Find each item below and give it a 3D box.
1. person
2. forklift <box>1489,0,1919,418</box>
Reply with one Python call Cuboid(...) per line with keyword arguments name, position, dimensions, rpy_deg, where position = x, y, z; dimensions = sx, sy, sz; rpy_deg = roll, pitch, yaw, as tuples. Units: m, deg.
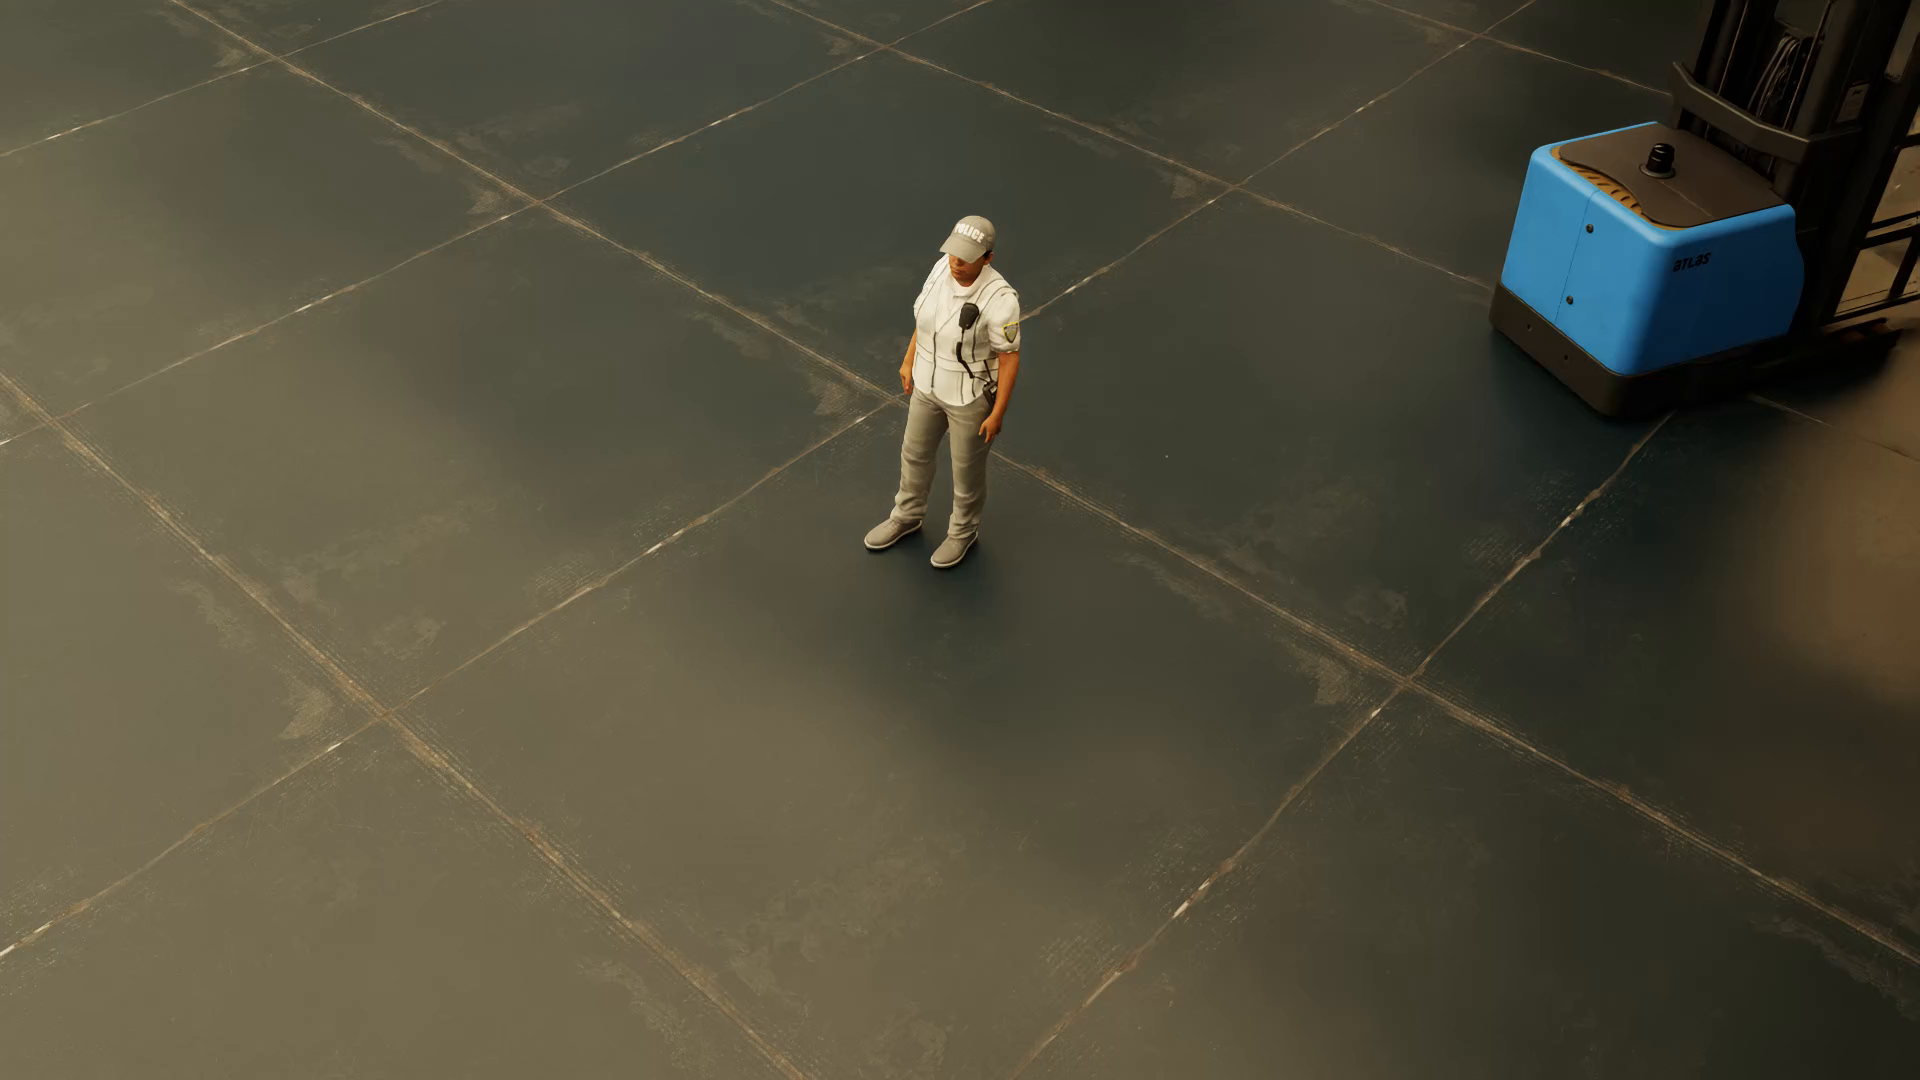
Cuboid(name="person", position=(-0.069, -0.612, 7.100), dimensions=(0.598, 1.670, 0.529), rpy_deg=(31, 49, 31))
Cuboid(name="forklift", position=(4.414, -2.347, 8.164), dimensions=(3.031, 2.935, 1.130), rpy_deg=(-15, 43, -17))
